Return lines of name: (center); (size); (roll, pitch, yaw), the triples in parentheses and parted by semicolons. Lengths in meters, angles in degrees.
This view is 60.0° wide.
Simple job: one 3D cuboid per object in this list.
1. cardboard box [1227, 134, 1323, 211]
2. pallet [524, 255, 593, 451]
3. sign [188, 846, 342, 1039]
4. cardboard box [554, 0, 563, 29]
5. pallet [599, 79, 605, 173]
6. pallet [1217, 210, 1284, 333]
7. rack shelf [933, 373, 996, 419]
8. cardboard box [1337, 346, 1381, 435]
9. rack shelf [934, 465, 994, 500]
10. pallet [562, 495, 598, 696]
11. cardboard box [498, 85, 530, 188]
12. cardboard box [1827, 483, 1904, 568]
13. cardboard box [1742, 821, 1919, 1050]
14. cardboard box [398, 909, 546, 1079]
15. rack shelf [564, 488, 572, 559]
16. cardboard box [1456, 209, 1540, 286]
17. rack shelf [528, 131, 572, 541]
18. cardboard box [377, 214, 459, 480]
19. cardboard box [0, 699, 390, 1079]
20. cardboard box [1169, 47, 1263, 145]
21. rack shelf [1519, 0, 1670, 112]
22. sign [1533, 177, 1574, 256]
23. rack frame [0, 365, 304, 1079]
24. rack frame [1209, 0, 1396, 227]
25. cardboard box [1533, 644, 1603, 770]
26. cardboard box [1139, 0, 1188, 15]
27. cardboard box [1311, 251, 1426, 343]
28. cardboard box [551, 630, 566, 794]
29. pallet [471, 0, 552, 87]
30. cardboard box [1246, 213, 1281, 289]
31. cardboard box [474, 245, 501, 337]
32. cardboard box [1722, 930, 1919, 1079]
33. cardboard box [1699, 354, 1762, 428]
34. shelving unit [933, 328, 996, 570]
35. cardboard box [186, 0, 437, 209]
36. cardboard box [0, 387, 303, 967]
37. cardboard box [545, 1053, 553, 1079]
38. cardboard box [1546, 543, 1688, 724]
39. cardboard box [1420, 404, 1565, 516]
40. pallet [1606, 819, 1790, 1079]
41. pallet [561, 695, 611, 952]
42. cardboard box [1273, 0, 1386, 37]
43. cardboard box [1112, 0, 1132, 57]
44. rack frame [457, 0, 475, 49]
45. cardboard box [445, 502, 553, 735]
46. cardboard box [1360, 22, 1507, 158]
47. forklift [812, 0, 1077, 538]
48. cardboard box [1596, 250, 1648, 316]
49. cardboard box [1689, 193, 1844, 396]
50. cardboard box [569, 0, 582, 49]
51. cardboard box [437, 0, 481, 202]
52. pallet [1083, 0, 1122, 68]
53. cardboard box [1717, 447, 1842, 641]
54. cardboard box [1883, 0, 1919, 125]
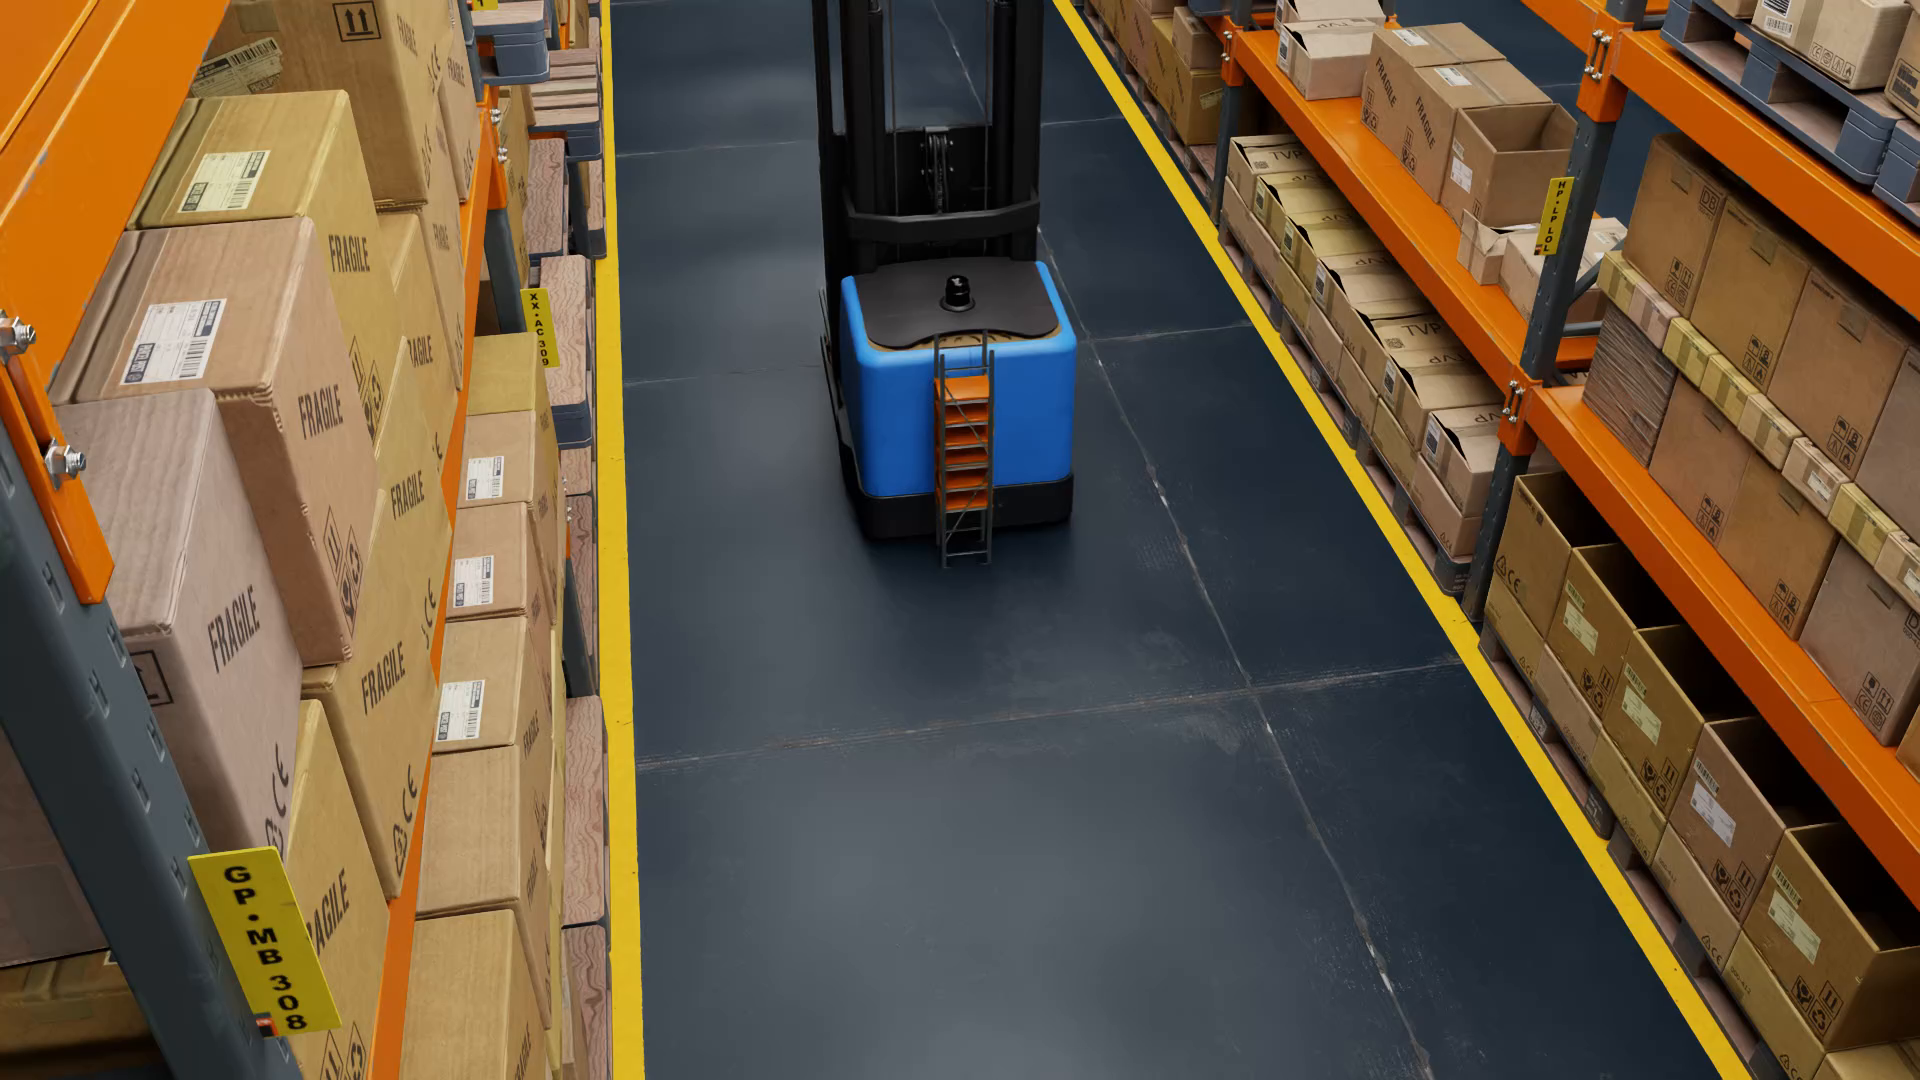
cardboard box: (1.934, -2.258, 10.054); (0.500, 0.311, 0.500); (-5, 38, -6)
pallet: (-2.035, -0.755, 6.833); (1.003, 0.211, 1.213); (-6, 38, -8)
sign: (-0.808, 0.474, 1.937); (0.100, 0.325, 0.005); (-6, 38, -8)
cardboard box: (-2.578, -3.255, 9.555); (0.500, 0.500, 0.500); (-5, 38, -7)
pallet: (-3.020, -2.888, 11.695); (1.003, 0.211, 1.213); (-6, 38, -8)
pallet: (2.237, -1.702, 10.169); (1.003, 0.211, 1.213); (-6, 38, -8)
rack shelf: (0.017, -0.650, 7.494); (0.258, 0.103, 0.180); (-6, 38, -7)
cardboard box: (2.297, -0.803, 8.637); (0.500, 0.250, 0.500); (-5, 38, -7)
rack shelf: (0.017, -0.271, 7.789); (0.258, 0.103, 0.180); (-6, 38, -7)
pallet: (-2.182, 0.277, 7.621); (1.003, 0.211, 1.213); (-6, 38, -8)
cardboard box: (-2.413, -1.950, 7.775); (0.700, 0.500, 0.500); (-6, 38, -8)
cardboard box: (2.964, -0.066, 5.180); (0.380, 0.149, 0.250); (-7, 38, -8)
cardboard box: (2.957, 1.257, 5.375); (0.500, 0.500, 0.500); (-6, 38, -8)
cardboard box: (-1.207, 1.197, 3.659); (0.500, 0.500, 0.500); (-6, 38, -8)
rack shelf: (-1.693, 1.138, 4.826); (1.077, 0.370, 4.000); (-6, 38, -8)
cardboard box: (2.498, -1.347, 7.548); (0.396, 0.266, 0.258); (-7, 38, -9)
rack shelf: (-2.394, -1.278, 7.936); (1.077, 0.370, 4.000); (-6, 38, -8)
cardboard box: (-1.424, -0.361, 3.627); (0.500, 0.500, 0.500); (-4, 38, -5)
cardboard box: (-1.155, 0.602, 2.388); (0.500, 0.500, 0.500); (-5, 38, -7)
cardboard box: (1.736, -3.031, 11.285); (0.500, 0.500, 0.500); (-5, 38, -6)
rack shelf: (2.482, -2.997, 7.704); (1.077, 0.370, 4.000); (-6, 38, -8)
sign: (2.300, -1.250, 6.435); (0.100, 0.325, 0.005); (-6, 38, -8)
rack frame: (-1.339, -0.307, 1.210); (0.949, 2.616, 0.053); (-6, 38, -8)
rack frame: (2.131, -3.305, 9.959); (1.000, 3.000, 0.127); (-6, 38, -8)
cardboard box: (2.698, 0.647, 6.772); (0.500, 0.250, 0.500); (-6, 38, -8)
cardboard box: (1.539, -3.978, 11.893); (0.500, 0.250, 0.500); (-7, 38, -9)
cardboard box: (2.212, -1.323, 8.850); (0.500, 0.311, 0.500); (-7, 38, -9)
cardboard box: (-1.480, 0.555, 5.096); (0.500, 0.250, 0.500); (-6, 38, -8)
pallet: (-2.047, -1.848, 5.792); (1.213, 0.211, 1.003); (-6, 38, -8)
cardboard box: (2.023, -1.733, 9.835); (0.500, 0.250, 0.500); (-7, 38, -9)
cardboard box: (-2.099, -0.878, 6.395); (0.700, 0.500, 0.500); (-6, 38, -8)
cardboard box: (2.960, 1.553, 5.605); (0.500, 0.250, 0.500); (-6, 38, -8)
cardboard box: (2.827, -0.536, 5.784); (0.380, 0.149, 0.250); (-7, 38, -8)
shelving unit: (0.017, -0.401, 7.688); (0.258, 1.200, 0.189); (-6, 38, -7)
cardboard box: (-1.481, -1.063, 3.715); (0.500, 0.500, 0.500); (-7, 38, -10)
cardboard box: (-1.171, 0.177, 2.120); (0.500, 0.500, 0.500); (-9, 39, -11)
cardboard box: (-1.221, 1.473, 3.915); (0.500, 0.250, 0.500); (-7, 38, -9)
cardboard box: (2.701, 0.350, 6.542); (0.500, 0.500, 0.500); (-6, 38, -8)
cardboard box: (2.479, -0.404, 7.667); (0.500, 0.311, 0.500); (-6, 38, -8)
pallet: (3.148, 1.436, 6.130); (1.003, 0.211, 1.213); (-6, 38, -8)
pallet: (-1.891, 1.149, 6.498); (1.003, 0.211, 1.213); (-6, 38, -8)
cardboard box: (2.152, -3.045, 9.697); (0.500, 0.311, 0.500); (-4, 38, -5)
cardboard box: (1.460, -3.965, 12.488); (0.500, 0.500, 0.500); (-6, 38, -7)
rack frame: (-2.044, -2.723, 4.320); (1.000, 3.000, 0.127); (-6, 38, -8)
cardboard box: (-1.486, 0.260, 4.865); (0.500, 0.500, 0.500); (-7, 38, -9)
cardboard box: (2.441, -2.332, 8.626); (0.500, 0.500, 0.500); (-8, 39, -10)
forklift: (-0.188, -2.068, 8.422); (1.130, 2.935, 3.031); (-6, 38, -7)
cardboard box: (2.689, -1.001, 6.383); (0.380, 0.149, 0.250); (-6, 38, -8)
cardboard box: (3.006, -0.868, 5.683); (0.700, 0.500, 0.500); (-6, 38, -8)
cardboard box: (-2.892, -3.075, 11.072); (0.750, 0.750, 0.750); (-6, 38, -8)
cardboard box: (-1.711, -1.306, 4.843); (0.500, 0.500, 0.500); (-5, 38, -7)
pallet: (1.610, -4.132, 13.297); (1.003, 0.211, 1.213); (-6, 38, -8)
cardboard box: (3.099, -0.040, 5.674); (0.700, 0.500, 0.500); (-6, 38, -7)
cardboard box: (2.997, -1.327, 4.427); (0.797, 0.503, 0.637); (-2, 38, -3)
